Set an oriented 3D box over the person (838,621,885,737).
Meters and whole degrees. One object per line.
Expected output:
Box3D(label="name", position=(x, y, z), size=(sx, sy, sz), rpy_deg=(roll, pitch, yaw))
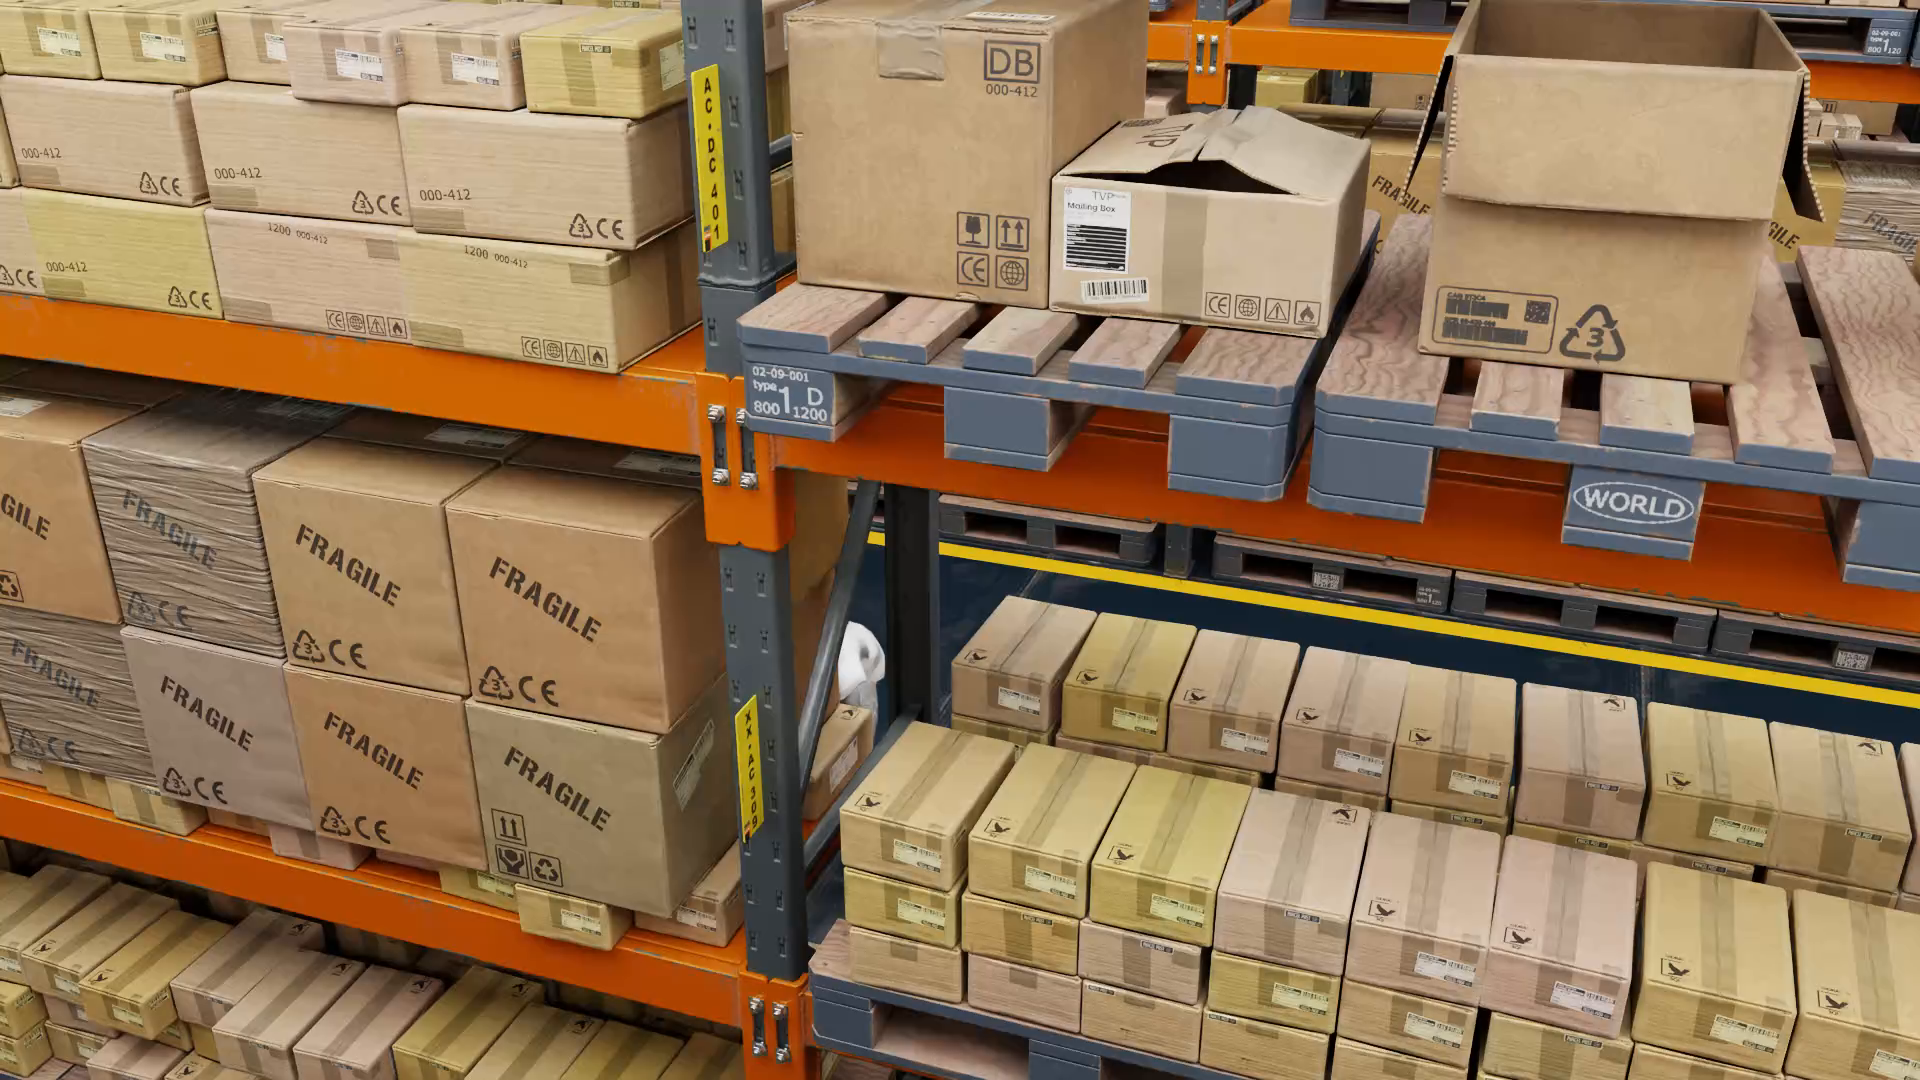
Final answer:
Box3D(label="person", position=(-0.576, 0.738, 6.461), size=(0.543, 0.995, 0.946), rpy_deg=(8, 27, 16))
